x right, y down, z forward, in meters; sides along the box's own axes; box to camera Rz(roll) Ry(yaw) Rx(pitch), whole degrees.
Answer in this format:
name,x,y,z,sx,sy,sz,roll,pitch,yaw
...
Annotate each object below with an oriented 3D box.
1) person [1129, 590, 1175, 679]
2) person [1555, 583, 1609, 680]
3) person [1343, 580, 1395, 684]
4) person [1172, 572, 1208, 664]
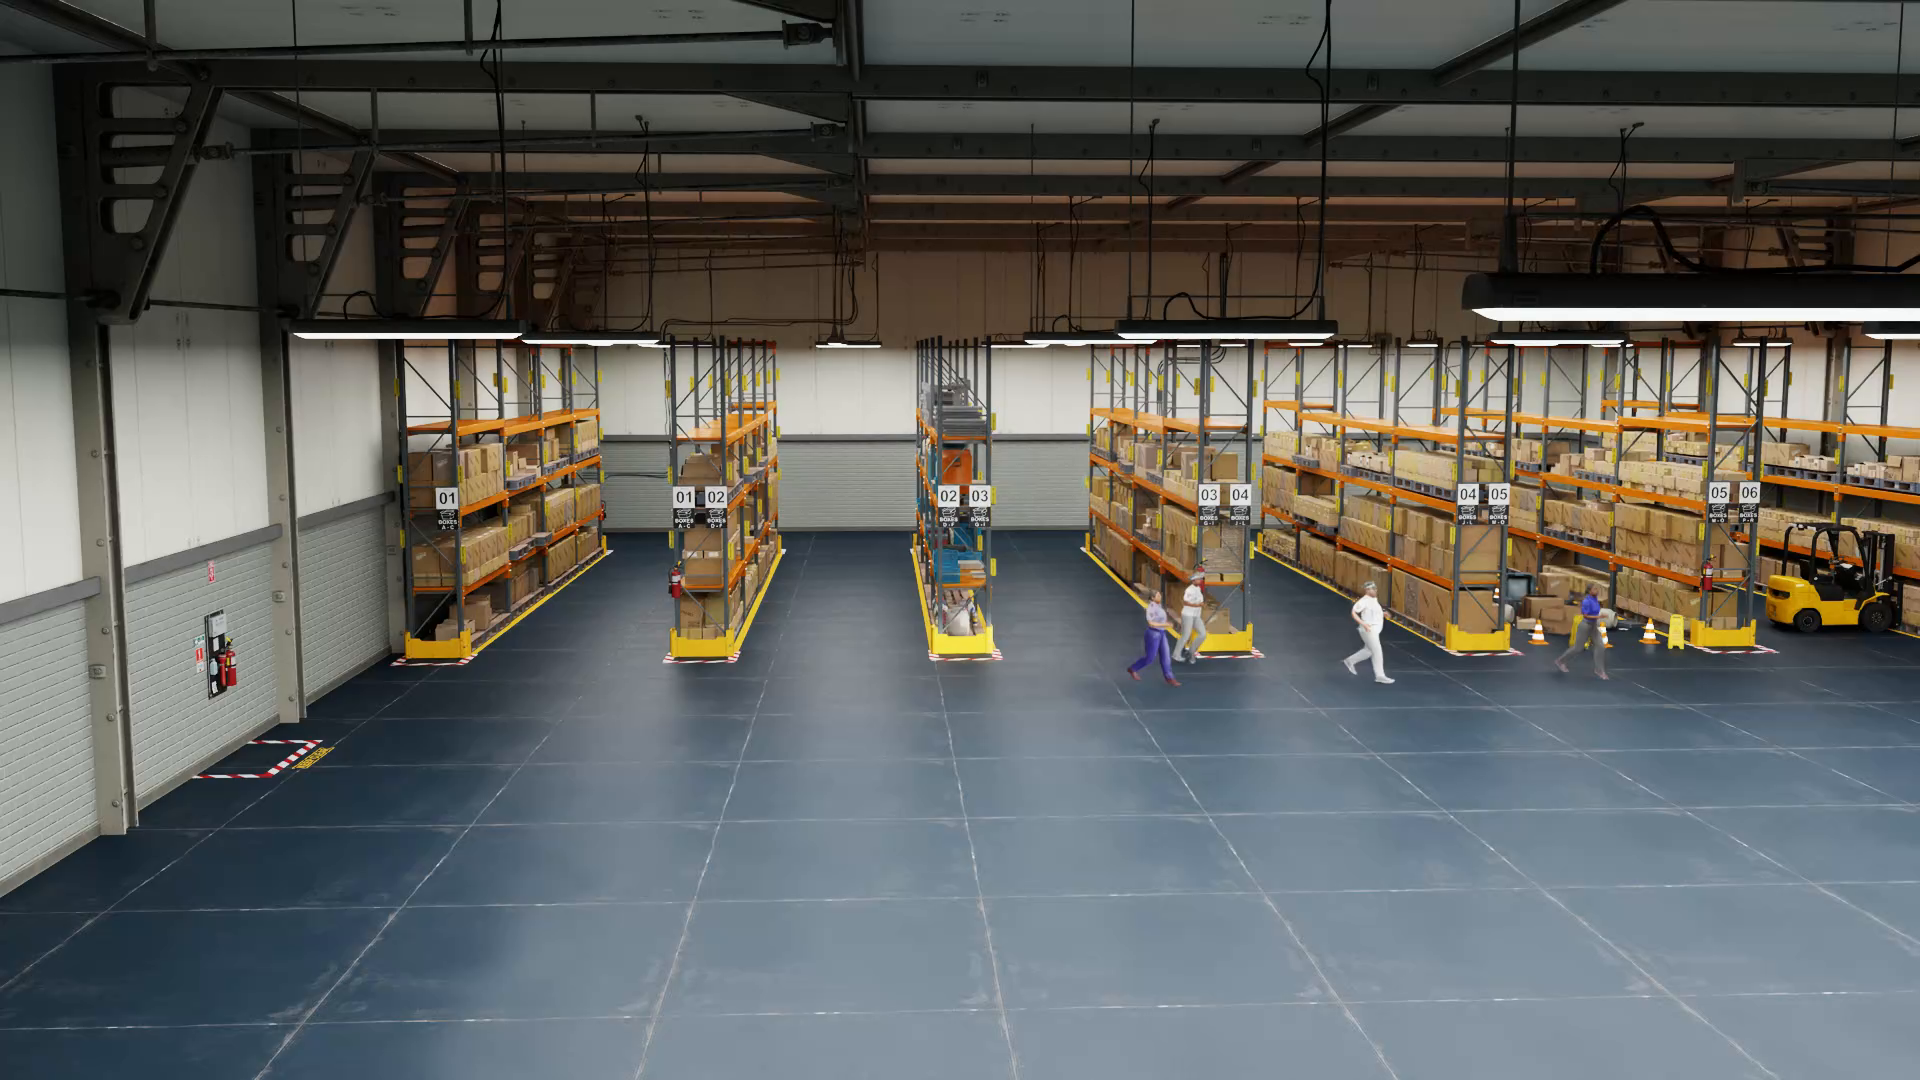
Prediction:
name,x,y,z,sx,sy,sz,roll,pitch,yaw
person,3.306,1.621,28.477,0.799,1.554,0.606,3,7,26
person,11.004,1.587,29.272,0.586,1.696,0.901,-6,9,-42
person,7.102,1.567,28.810,0.942,1.750,0.671,4,8,32
person,4.299,1.432,30.599,0.685,1.722,0.581,5,8,40
